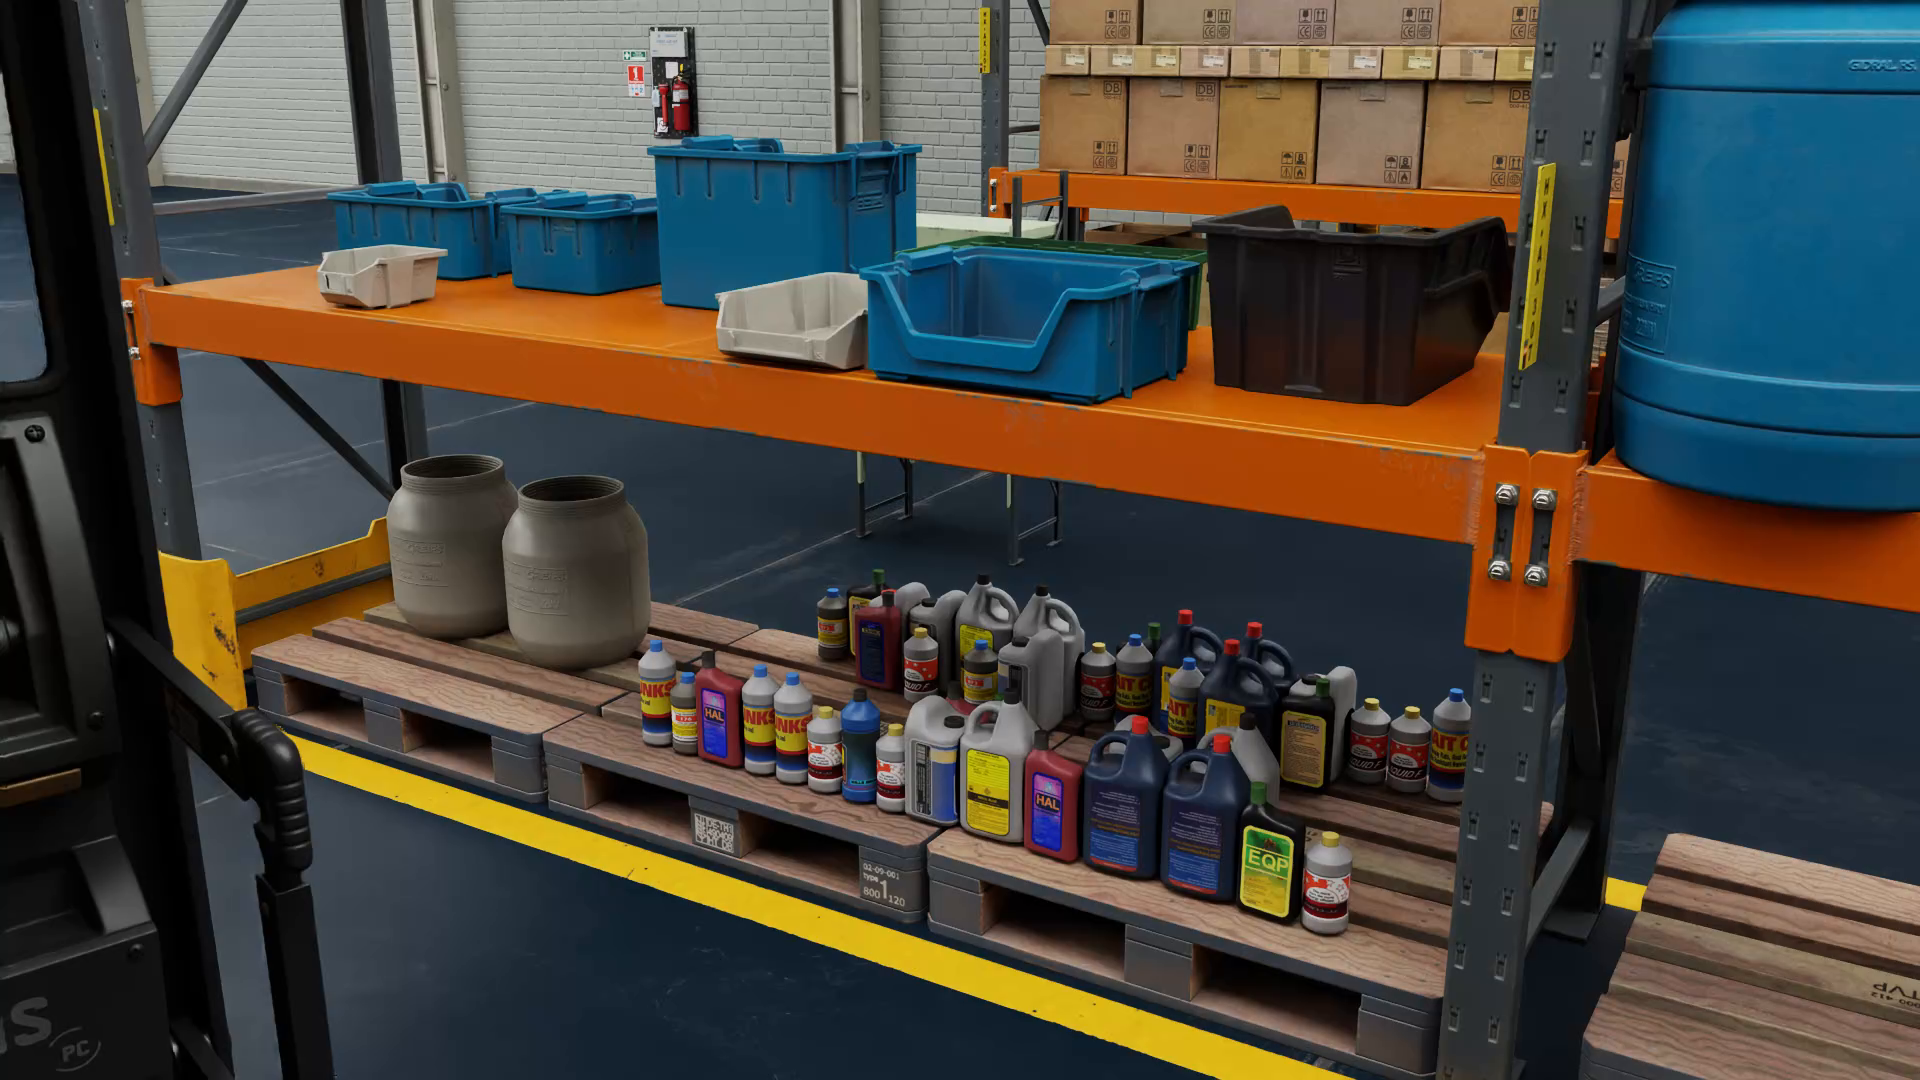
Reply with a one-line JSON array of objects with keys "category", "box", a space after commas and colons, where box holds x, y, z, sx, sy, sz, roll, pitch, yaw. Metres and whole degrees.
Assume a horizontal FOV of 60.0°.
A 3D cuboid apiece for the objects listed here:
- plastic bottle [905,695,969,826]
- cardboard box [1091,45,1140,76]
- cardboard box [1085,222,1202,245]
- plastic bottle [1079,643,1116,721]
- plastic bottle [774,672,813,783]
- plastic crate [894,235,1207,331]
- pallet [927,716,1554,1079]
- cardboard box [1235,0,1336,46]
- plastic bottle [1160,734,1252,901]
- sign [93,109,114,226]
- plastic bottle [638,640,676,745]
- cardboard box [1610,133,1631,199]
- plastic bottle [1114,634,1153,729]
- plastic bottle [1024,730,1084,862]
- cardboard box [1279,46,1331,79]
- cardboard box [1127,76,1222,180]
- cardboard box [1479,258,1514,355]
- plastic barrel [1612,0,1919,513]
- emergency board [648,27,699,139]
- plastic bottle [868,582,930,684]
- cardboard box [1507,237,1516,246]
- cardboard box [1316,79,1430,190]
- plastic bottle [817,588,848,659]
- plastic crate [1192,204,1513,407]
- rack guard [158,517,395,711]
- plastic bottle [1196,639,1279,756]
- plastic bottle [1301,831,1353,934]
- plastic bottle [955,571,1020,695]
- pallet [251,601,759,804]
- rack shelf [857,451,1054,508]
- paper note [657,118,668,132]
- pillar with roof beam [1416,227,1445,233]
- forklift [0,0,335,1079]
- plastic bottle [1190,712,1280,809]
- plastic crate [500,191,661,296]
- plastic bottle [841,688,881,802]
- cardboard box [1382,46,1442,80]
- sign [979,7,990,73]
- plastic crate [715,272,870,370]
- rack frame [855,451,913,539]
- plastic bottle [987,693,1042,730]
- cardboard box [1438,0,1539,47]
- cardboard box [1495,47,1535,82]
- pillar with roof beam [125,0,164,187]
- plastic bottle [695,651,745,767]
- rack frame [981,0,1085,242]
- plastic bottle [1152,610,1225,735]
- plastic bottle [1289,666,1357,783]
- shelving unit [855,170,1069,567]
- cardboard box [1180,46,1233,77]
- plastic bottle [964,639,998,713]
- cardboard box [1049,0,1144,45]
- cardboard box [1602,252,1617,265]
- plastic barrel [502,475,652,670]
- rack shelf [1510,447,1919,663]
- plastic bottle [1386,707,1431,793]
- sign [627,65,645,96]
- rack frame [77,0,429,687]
[{"category": "plastic bottle", "box": [-0.038, 0.516, 3.949, 0.135, 0.276, 0.152, 11, 20, 31]}, {"category": "cardboard box", "box": [0.871, -2.486, 8.616, 0.250, 0.149, 0.380, 10, 19, 29]}, {"category": "cardboard box", "box": [1.036, -1.517, 9.431, 0.500, 0.500, 0.500, 10, 20, 30]}, {"category": "plastic bottle", "box": [0.376, 0.380, 4.528, 0.097, 0.201, 0.097, 0, 17, 0]}, {"category": "plastic bottle", "box": [-0.413, 0.461, 4.139, 0.097, 0.271, 0.097, 0, 17, 0]}, {"category": "plastic crate", "box": [0.227, -0.621, 4.128, 0.662, 0.188, 0.450, 10, 20, 30]}, {"category": "pallet", "box": [0.686, 0.776, 3.963, 1.213, 0.211, 1.003, 10, 20, 30]}, {"category": "cardboard box", "box": [1.741, -2.712, 8.243, 0.500, 0.500, 0.700, 10, 20, 30]}, {"category": "plastic bottle", "box": [0.537, 0.585, 3.596, 0.185, 0.351, 0.144, 10, 19, 29]}, {"category": "sign", "box": [-2.464, -1.051, 4.704, 0.005, 0.325, 0.100, 10, 20, 30]}, {"category": "plastic bottle", "box": [-0.790, 0.394, 4.361, 0.097, 0.271, 0.097, 0, 17, 0]}, {"category": "cardboard box", "box": [2.998, -1.864, 7.686, 0.500, 0.500, 0.700, 10, 20, 29]}, {"category": "plastic bottle", "box": [0.460, 0.382, 4.400, 0.097, 0.271, 0.097, 0, 17, 0]}, {"category": "plastic bottle", "box": [0.213, 0.573, 3.749, 0.133, 0.283, 0.061, 12, 20, 34]}, {"category": "cardboard box", "box": [1.744, -2.330, 8.103, 0.250, 0.149, 0.380, 10, 19, 29]}, {"category": "cardboard box", "box": [1.264, -2.175, 8.709, 0.500, 0.500, 0.700, 11, 20, 31]}, {"category": "cardboard box", "box": [2.474, -1.086, 8.015, 0.500, 0.500, 0.500, 10, 20, 30]}, {"category": "plastic barrel", "box": [1.407, -0.552, 2.674, 0.708, 0.901, 0.600, 10, 20, 30]}, {"category": "emergency board", "box": [-3.137, -4.913, 17.896, 0.643, 1.169, 0.194, 10, 20, 30]}, {"category": "plastic bottle", "box": [-0.177, 0.255, 4.812, 0.135, 0.276, 0.152, 10, 20, 30]}, {"category": "cardboard box", "box": [4.041, -2.217, 12.889, 0.500, 0.311, 0.500, 12, 21, 35]}, {"category": "cardboard box", "box": [2.135, -2.019, 8.195, 0.500, 0.500, 0.700, 11, 20, 32]}, {"category": "plastic bottle", "box": [-0.378, 0.245, 4.971, 0.097, 0.201, 0.097, 0, 17, 0]}, {"category": "plastic crate", "box": [0.857, -0.527, 3.562, 0.504, 0.338, 0.767, 10, 20, 30]}, {"category": "rack guard", "box": [-2.083, 0.142, 5.554, 0.348, 0.500, 1.175, 10, 20, 30]}, {"category": "plastic bottle", "box": [0.690, 0.421, 4.133, 0.185, 0.351, 0.144, 10, 20, 30]}, {"category": "plastic bottle", "box": [0.764, 0.705, 3.458, 0.097, 0.201, 0.097, 0, 17, 0]}, {"category": "plastic bottle", "box": [0.084, 0.264, 4.652, 0.185, 0.351, 0.144, 11, 20, 32]}, {"category": "pallet", "box": [-1.393, 0.405, 5.185, 1.213, 0.211, 1.003, 10, 20, 30]}, {"category": "rack shelf", "box": [-0.006, -0.407, 6.761, 0.720, 0.370, 0.431, 10, 20, 30]}, {"category": "paper note", "box": [-3.251, -4.536, 18.169, 0.142, 0.148, 0.016, 10, 20, 30]}, {"category": "pillar with roof beam", "box": [1.809, -5.420, 9.241, 0.400, 9.000, 9.100, 10, 20, 30]}, {"category": "forklift", "box": [-1.219, 0.117, 1.453, 1.130, 2.935, 3.031, -14, 22, -38]}, {"category": "plastic bottle", "box": [0.612, 0.549, 3.713, 0.185, 0.351, 0.144, 10, 20, 30]}, {"category": "plastic crate", "box": [-1.039, -0.881, 4.875, 0.408, 0.251, 0.499, 10, 20, 30]}, {"category": "plastic bottle", "box": [-0.240, 0.492, 4.038, 0.097, 0.271, 0.097, 0, 17, 0]}, {"category": "cardboard box", "box": [2.179, -2.252, 7.844, 0.250, 0.149, 0.380, 11, 20, 32]}, {"category": "sign", "box": [0.128, -2.596, 8.640, 0.005, 0.325, 0.100, 10, 20, 30]}, {"category": "plastic crate", "box": [-0.280, -0.504, 3.832, 0.437, 0.136, 0.530, 10, 20, 30]}, {"category": "rack frame", "box": [-0.318, -0.774, 6.850, 0.023, 1.500, 0.400, 10, 20, 30]}, {"category": "plastic bottle", "box": [0.130, 0.509, 3.960, 0.133, 0.283, 0.061, 10, 20, 30]}, {"category": "cardboard box", "box": [2.593, -2.559, 7.741, 0.500, 0.500, 0.700, 10, 20, 30]}, {"category": "cardboard box", "box": [2.622, -2.174, 7.588, 0.250, 0.149, 0.380, 10, 20, 30]}, {"category": "pillar with roof beam", "box": [-13.529, -8.158, 18.254, 0.400, 9.000, 9.100, 10, 20, 30]}, {"category": "plastic bottle", "box": [-0.607, 0.427, 4.231, 0.133, 0.283, 0.061, 10, 20, 31]}, {"category": "rack frame", "box": [0.423, -2.280, 9.227, 0.127, 3.000, 1.000, 10, 20, 30]}, {"category": "plastic bottle", "box": [0.605, 0.357, 4.346, 0.185, 0.351, 0.144, 9, 19, 28]}, {"category": "plastic bottle", "box": [0.904, 0.448, 4.176, 0.135, 0.276, 0.152, 11, 20, 32]}, {"category": "shelving unit", "box": [-0.006, -0.719, 6.667, 0.755, 1.500, 0.431, 10, 20, 30]}, {"category": "cardboard box", "box": [1.297, -2.409, 8.362, 0.250, 0.149, 0.380, 10, 19, 29]}, {"category": "plastic bottle", "box": [0.058, 0.372, 4.553, 0.097, 0.201, 0.097, 0, 17, 0]}, {"category": "cardboard box", "box": [0.860, -2.867, 8.753, 0.500, 0.500, 0.700, 10, 20, 30]}, {"category": "cardboard box", "box": [3.170, -1.138, 8.185, 0.500, 0.500, 0.500, 10, 20, 30]}, {"category": "plastic barrel", "box": [-1.144, 0.093, 4.973, 0.421, 0.512, 0.421, 0, 17, 0]}, {"category": "rack shelf", "box": [2.941, 0.203, 2.290, 4.000, 0.370, 1.077, 10, 20, 30]}, {"category": "plastic bottle", "box": [1.108, 0.510, 4.098, 0.097, 0.201, 0.097, 0, 17, 0]}, {"category": "sign", "box": [-3.554, -5.040, 18.252, 0.234, 0.329, 0.001, 10, 20, 30]}, {"category": "rack frame", "box": [-2.172, -1.054, 5.190, 0.127, 3.000, 1.000, 10, 20, 30]}]
